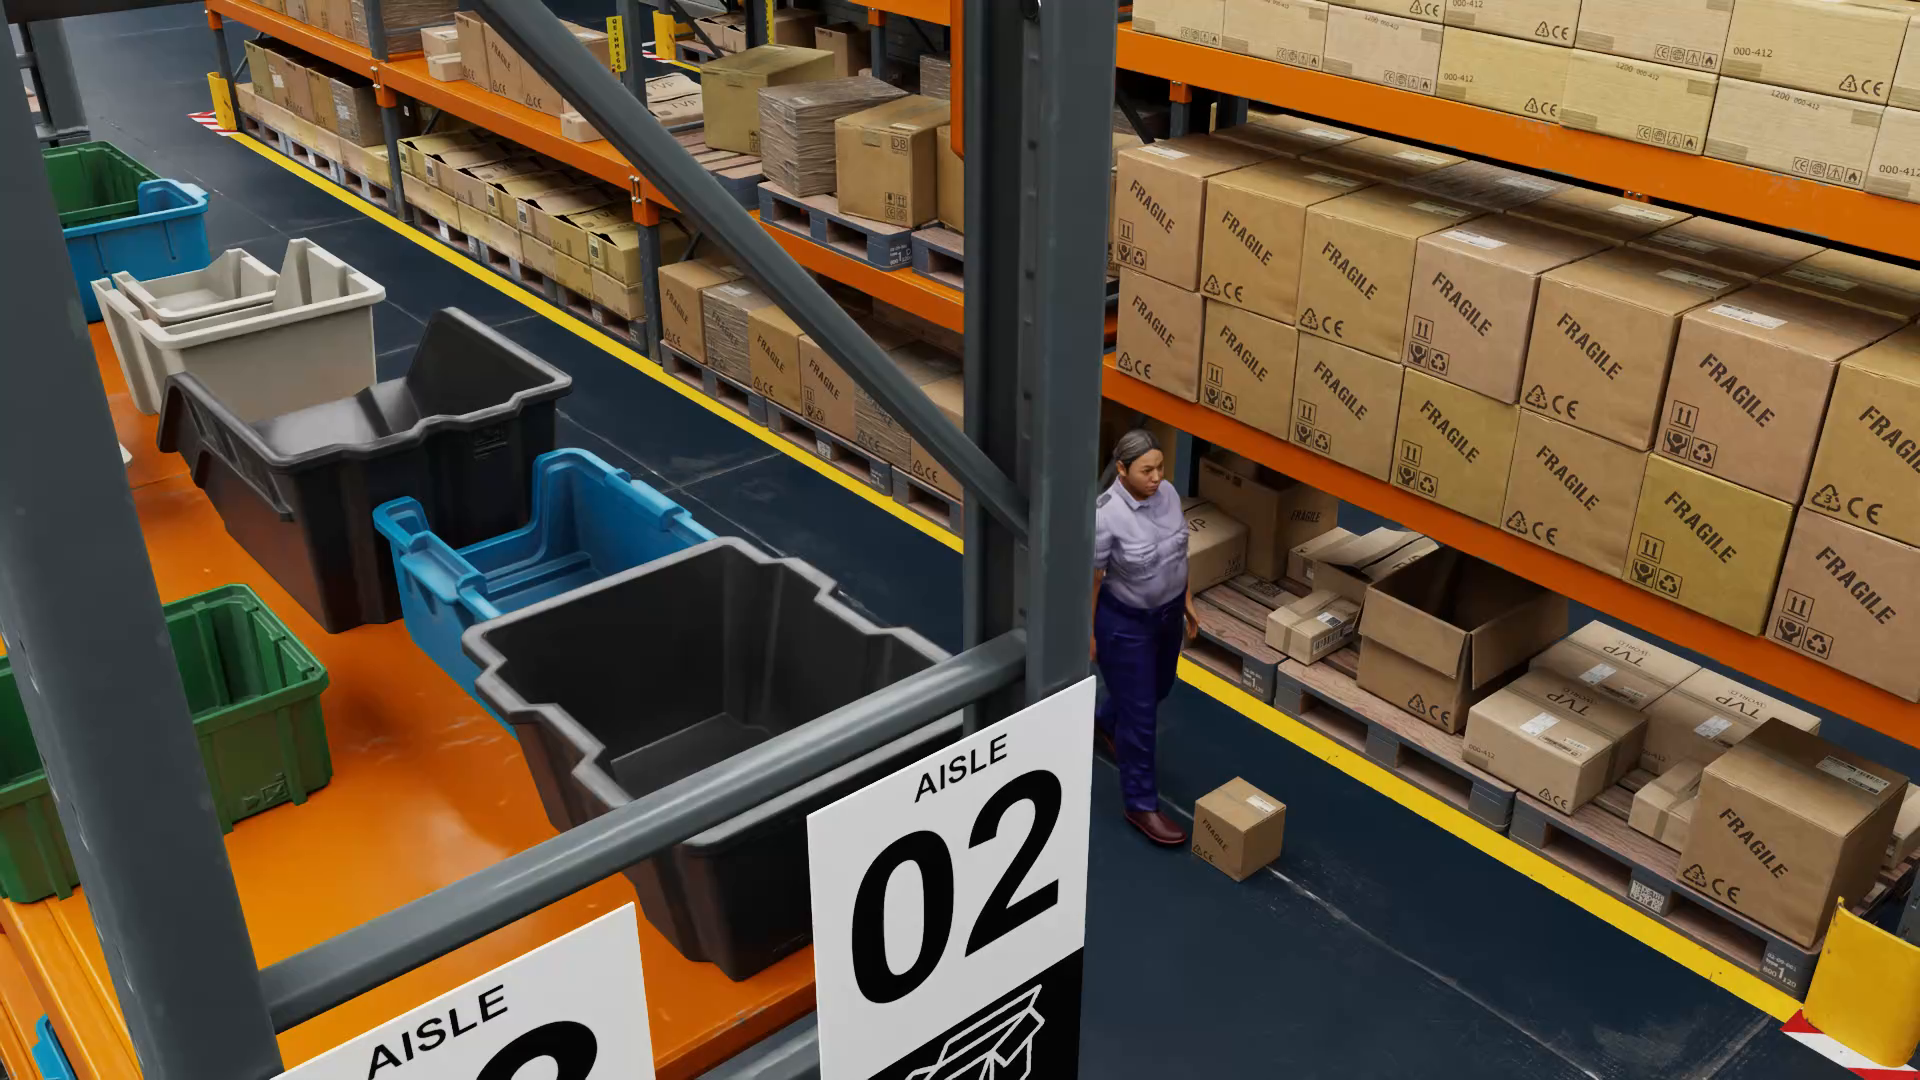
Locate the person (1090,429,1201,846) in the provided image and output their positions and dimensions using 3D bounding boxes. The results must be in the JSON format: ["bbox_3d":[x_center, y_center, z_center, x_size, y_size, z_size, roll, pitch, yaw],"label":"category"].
[{"bbox_3d":[0.726,0.320,6.526,0.493,1.628,0.764,-23,36,-36],"label":"person"}]
